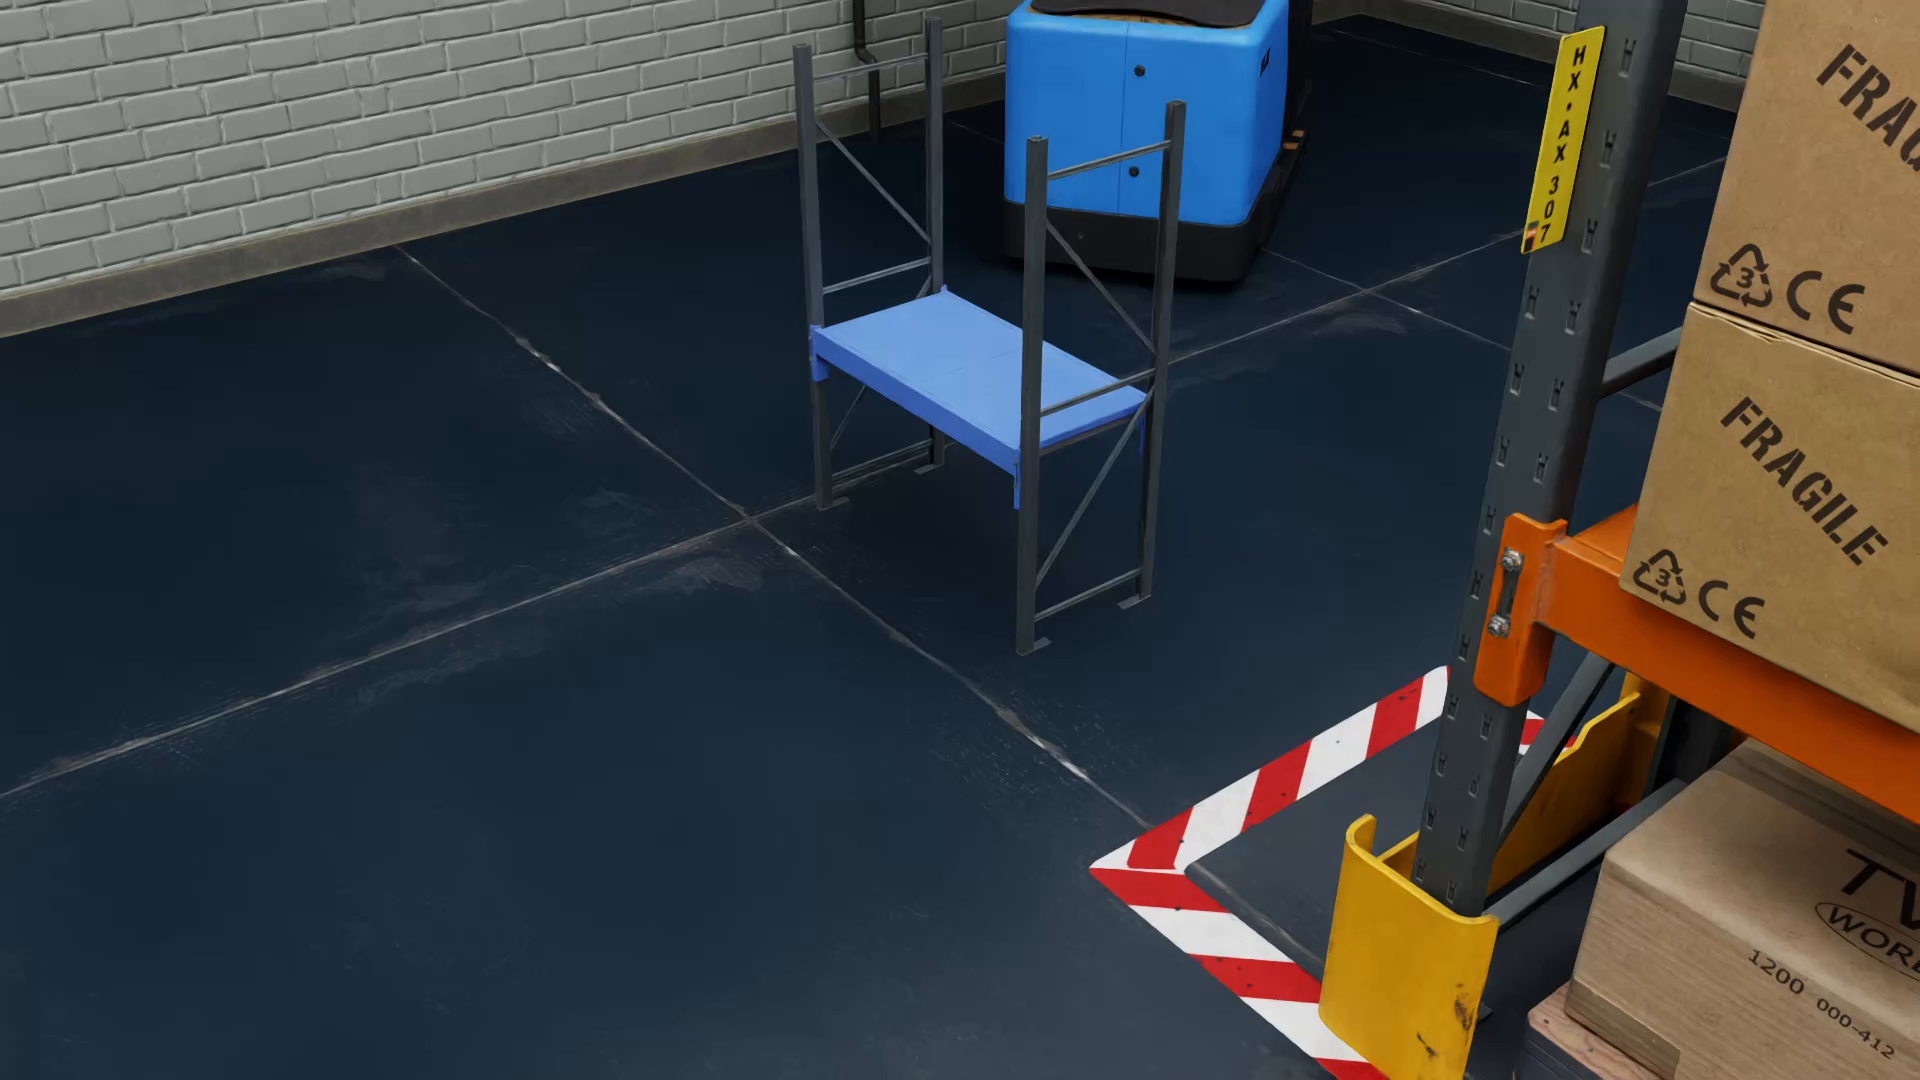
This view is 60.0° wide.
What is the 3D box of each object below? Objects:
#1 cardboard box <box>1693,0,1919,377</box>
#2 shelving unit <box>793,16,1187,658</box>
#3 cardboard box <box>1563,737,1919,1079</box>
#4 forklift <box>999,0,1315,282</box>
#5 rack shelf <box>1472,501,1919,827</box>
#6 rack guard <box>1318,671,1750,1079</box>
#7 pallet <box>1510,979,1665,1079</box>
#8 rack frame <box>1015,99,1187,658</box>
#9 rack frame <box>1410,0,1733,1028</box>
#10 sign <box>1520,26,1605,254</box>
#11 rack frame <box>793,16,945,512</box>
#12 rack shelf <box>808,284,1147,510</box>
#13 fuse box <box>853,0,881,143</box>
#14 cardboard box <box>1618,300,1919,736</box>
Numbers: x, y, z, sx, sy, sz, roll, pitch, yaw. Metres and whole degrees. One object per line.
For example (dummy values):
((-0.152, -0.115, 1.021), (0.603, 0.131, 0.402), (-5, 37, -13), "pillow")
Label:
((1.400, -0.538, 2.230), (0.500, 0.500, 0.500), (-23, 39, -32), "cardboard box")
((0.052, -0.602, 4.797), (0.538, 1.500, 1.048), (-22, 38, -31), "shelving unit")
((1.815, 0.790, 3.165), (0.875, 0.438, 0.875), (-24, 39, -33), "cardboard box")
((1.101, -3.070, 7.415), (1.130, 2.935, 3.031), (10, 33, 15), "forklift")
((2.557, 0.777, 1.838), (1.077, 0.370, 4.000), (-22, 38, -31), "rack shelf")
((1.316, 0.689, 3.666), (1.175, 0.500, 0.348), (-22, 38, -31), "rack guard")
((1.883, 1.130, 3.231), (1.003, 0.211, 1.213), (-22, 38, -31), "pallet")
((0.364, -0.390, 4.456), (0.500, 1.500, 0.032), (-22, 38, -31), "rack frame")
((1.331, -0.363, 2.991), (1.000, 3.000, 0.127), (-22, 38, -31), "rack frame")
((0.889, -0.587, 2.456), (0.100, 0.325, 0.005), (-22, 38, -31), "sign")
((-0.259, -0.813, 5.138), (0.500, 1.500, 0.032), (-22, 38, -31), "rack frame")
((0.052, -0.449, 4.892), (0.538, 0.185, 1.000), (-22, 38, -31), "rack shelf")
((-0.396, -2.776, 8.099), (0.539, 1.711, 0.414), (-22, 38, -31), "fuse box")
((1.399, -0.112, 2.493), (0.500, 0.500, 0.500), (-23, 38, -32), "cardboard box")
